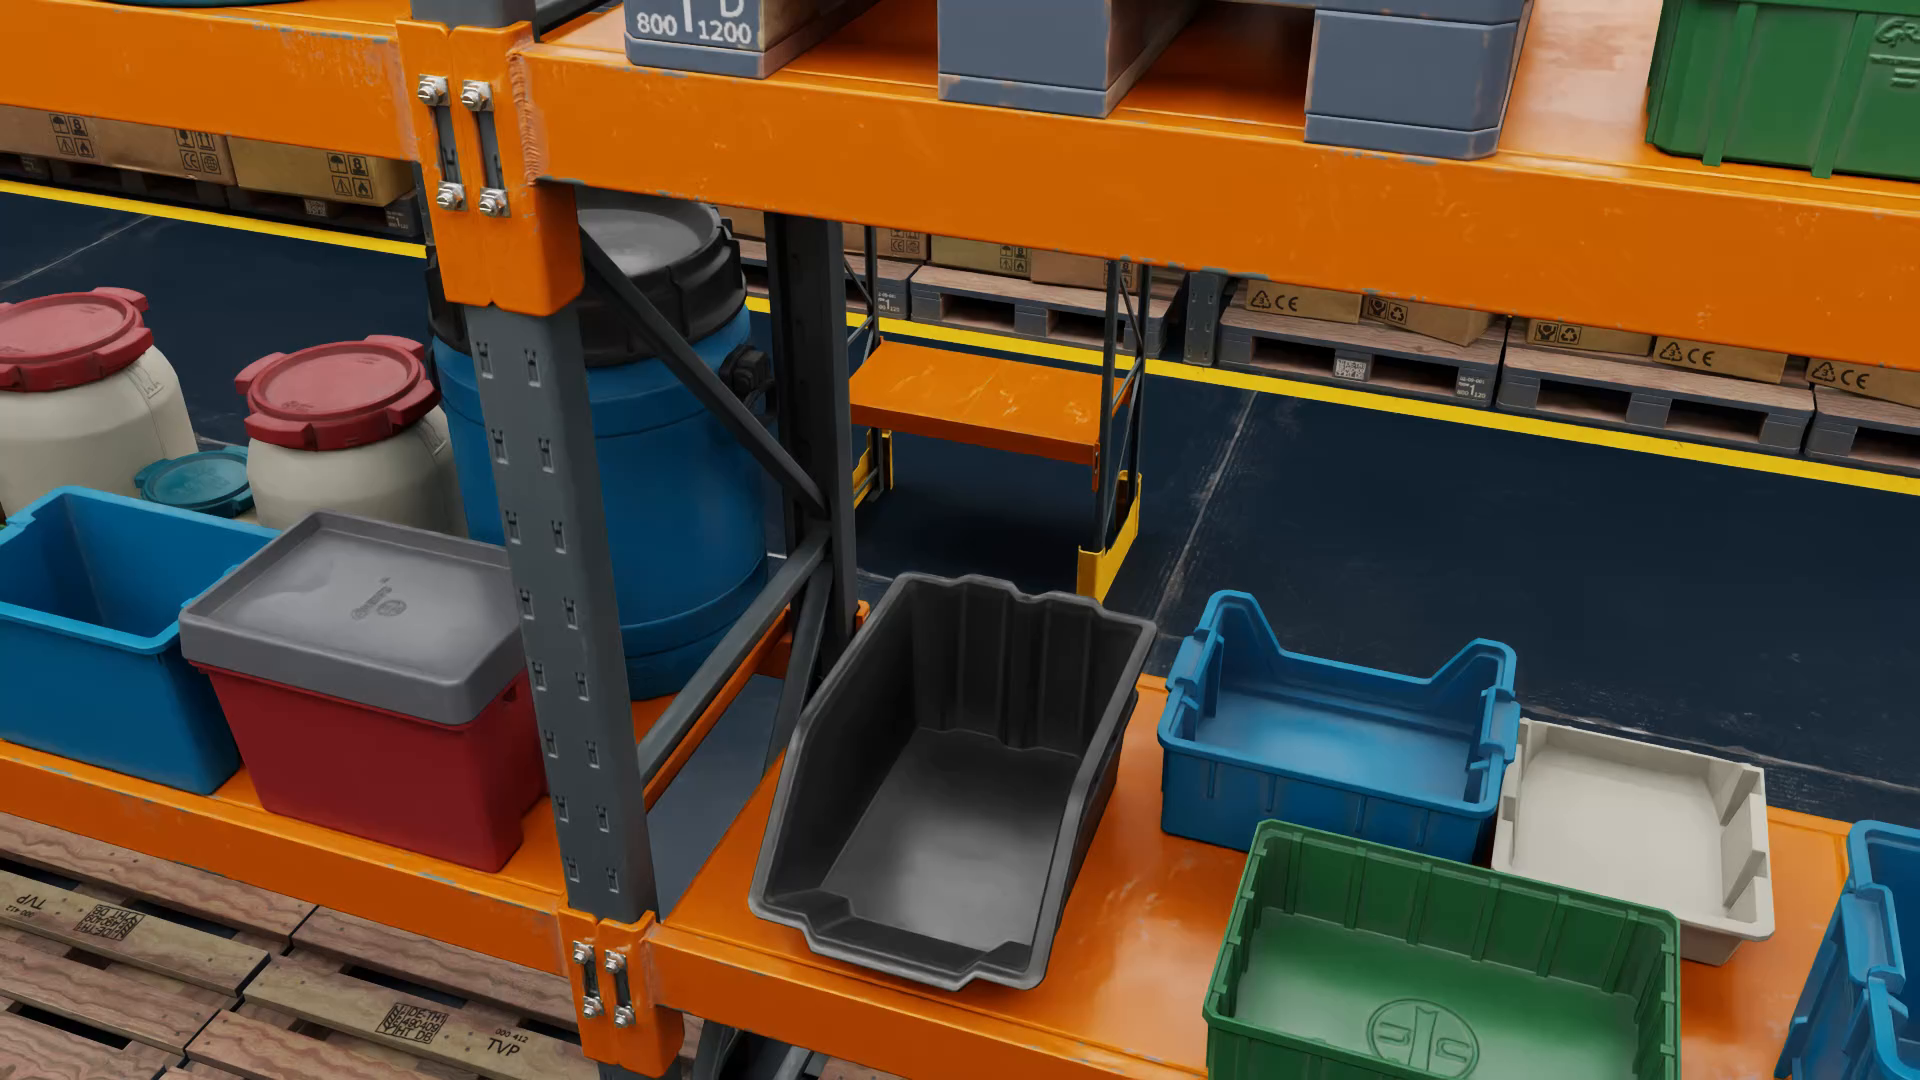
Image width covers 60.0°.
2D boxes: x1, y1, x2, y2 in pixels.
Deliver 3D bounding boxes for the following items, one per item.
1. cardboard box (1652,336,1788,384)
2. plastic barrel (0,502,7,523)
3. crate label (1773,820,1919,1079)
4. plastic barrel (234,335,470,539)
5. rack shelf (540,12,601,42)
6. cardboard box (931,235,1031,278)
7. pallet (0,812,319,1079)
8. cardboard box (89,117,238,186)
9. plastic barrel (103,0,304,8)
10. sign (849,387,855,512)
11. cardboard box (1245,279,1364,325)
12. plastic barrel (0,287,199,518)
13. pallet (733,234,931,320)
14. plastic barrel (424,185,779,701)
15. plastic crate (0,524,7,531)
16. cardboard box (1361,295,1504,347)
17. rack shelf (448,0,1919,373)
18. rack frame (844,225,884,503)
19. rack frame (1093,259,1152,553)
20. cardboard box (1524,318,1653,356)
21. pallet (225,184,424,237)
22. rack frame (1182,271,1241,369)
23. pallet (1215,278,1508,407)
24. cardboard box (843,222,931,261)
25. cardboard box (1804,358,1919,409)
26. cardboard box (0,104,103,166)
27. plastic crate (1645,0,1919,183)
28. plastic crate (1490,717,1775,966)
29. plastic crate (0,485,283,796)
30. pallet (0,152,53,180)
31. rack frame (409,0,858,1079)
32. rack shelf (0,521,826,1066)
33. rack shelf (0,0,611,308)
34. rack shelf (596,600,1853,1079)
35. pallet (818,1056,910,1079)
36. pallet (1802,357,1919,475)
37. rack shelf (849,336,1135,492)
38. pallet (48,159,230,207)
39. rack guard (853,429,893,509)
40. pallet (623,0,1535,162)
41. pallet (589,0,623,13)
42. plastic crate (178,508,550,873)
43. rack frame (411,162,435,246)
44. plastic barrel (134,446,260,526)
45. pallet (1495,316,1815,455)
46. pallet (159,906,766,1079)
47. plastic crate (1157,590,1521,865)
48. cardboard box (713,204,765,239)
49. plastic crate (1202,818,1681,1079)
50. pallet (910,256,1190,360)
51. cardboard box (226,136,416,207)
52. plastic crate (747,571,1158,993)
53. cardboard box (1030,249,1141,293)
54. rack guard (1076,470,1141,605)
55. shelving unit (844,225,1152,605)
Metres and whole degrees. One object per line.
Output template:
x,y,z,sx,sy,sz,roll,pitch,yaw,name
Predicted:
3.254,-1.027,6.992,0.500,0.500,0.500,14,35,21,cardboard box
-2.368,-0.322,3.858,0.433,0.535,0.433,0,33,0,plastic barrel
1.499,0.754,2.284,0.616,0.435,0.502,11,34,16,crate label
-1.270,-0.109,3.527,0.433,0.535,0.433,0,33,0,plastic barrel
-0.655,-2.357,7.799,4.000,0.370,1.077,11,34,16,rack shelf
0.214,-1.648,7.937,0.500,0.500,0.700,11,34,16,cardboard box
-2.348,1.061,4.412,1.213,0.211,1.003,11,34,16,pallet
-4.017,-2.613,9.104,0.875,0.875,1.225,11,34,17,cardboard box
-0.995,-1.217,2.143,0.708,0.901,0.600,11,34,16,plastic barrel
-0.247,-0.160,3.477,0.005,0.325,0.100,11,34,16,sign
1.591,-1.326,7.456,0.500,0.500,0.500,10,34,15,cardboard box
-1.960,-0.243,3.735,0.433,0.535,0.433,0,33,0,plastic barrel
-0.658,-1.486,8.357,1.213,0.211,1.003,11,34,16,pallet
-0.705,-0.200,3.333,0.708,0.901,0.600,11,34,16,plastic barrel
-2.178,0.150,3.448,0.662,0.188,0.450,11,34,16,plastic crate
2.133,-1.225,7.300,0.500,0.500,0.500,23,39,31,cardboard box
1.440,-0.356,1.934,4.000,0.370,1.077,11,34,16,rack shelf
-0.398,-0.707,5.963,0.032,1.500,0.500,11,34,16,rack frame
0.559,-0.521,5.675,0.032,1.500,0.500,11,34,16,rack frame
2.744,-1.152,7.186,0.500,0.500,0.500,8,34,12,cardboard box
-3.254,-2.037,9.210,1.213,0.211,1.003,11,34,16,pallet
1.228,-2.293,7.037,0.127,3.000,1.000,11,34,16,rack frame
1.872,-1.017,7.631,1.213,0.211,1.003,11,34,16,pallet
-0.312,-1.751,8.095,0.500,0.500,0.700,8,34,12,cardboard box
3.837,-0.903,6.800,0.500,0.500,0.500,21,38,29,cardboard box
-4.852,-2.771,9.348,0.875,0.875,1.225,10,34,15,cardboard box
0.950,-0.508,1.701,0.450,0.188,0.336,11,34,16,plastic crate
1.171,0.514,2.931,0.437,0.136,0.530,11,34,16,plastic crate
-1.586,0.199,3.191,0.575,0.384,0.392,11,34,16,plastic crate
-5.551,-2.483,9.901,1.213,0.211,1.003,11,34,16,pallet
-0.443,0.236,3.120,0.127,3.000,1.000,11,34,16,rack frame
-2.326,0.172,3.882,4.000,0.370,1.077,11,34,16,rack shelf
-2.326,-1.088,3.068,4.000,0.370,1.077,11,34,16,rack shelf
1.440,0.904,2.748,4.000,0.370,1.077,11,34,16,rack shelf
0.175,1.551,3.653,1.213,0.211,1.003,11,34,16,pallet
4.169,-0.571,6.939,1.213,0.211,1.003,11,34,16,pallet
0.080,-0.463,5.917,1.000,0.185,0.538,11,34,16,rack shelf
-4.399,-2.261,9.557,1.213,0.211,1.003,11,34,16,pallet
-0.397,-0.182,6.302,0.087,0.250,0.587,11,34,16,rack guard
0.269,-0.863,2.230,1.003,0.211,1.213,11,34,16,pallet
-1.831,-2.869,8.105,1.003,0.211,1.213,11,34,16,pallet
-1.002,0.276,2.998,0.583,0.464,0.402,11,34,16,plastic crate
-2.538,-3.025,8.171,0.127,3.000,1.000,11,34,16,rack frame
-1.637,-0.027,3.654,0.301,0.262,0.301,0,33,0,plastic barrel
3.024,-0.795,7.286,1.213,0.211,1.003,11,34,16,pallet
-1.195,1.283,4.068,1.213,0.211,1.003,11,34,16,pallet
0.690,0.362,3.061,0.616,0.251,0.499,11,34,16,plastic crate
-0.838,-1.853,8.253,0.500,0.500,0.700,14,35,20,cardboard box
0.740,0.717,2.569,0.662,0.188,0.450,11,34,16,plastic crate
0.494,-1.264,8.013,1.213,0.211,1.003,11,34,16,pallet
-3.180,-2.446,8.845,0.875,0.875,1.225,9,34,14,cardboard box
0.007,0.422,2.888,0.504,0.338,0.767,11,34,16,plastic crate
0.657,-1.552,7.787,0.500,0.500,0.700,8,34,13,cardboard box
0.541,0.000,6.019,0.087,0.250,0.587,11,34,16,rack guard
0.072,-0.616,5.822,1.083,1.500,0.587,11,34,16,shelving unit
